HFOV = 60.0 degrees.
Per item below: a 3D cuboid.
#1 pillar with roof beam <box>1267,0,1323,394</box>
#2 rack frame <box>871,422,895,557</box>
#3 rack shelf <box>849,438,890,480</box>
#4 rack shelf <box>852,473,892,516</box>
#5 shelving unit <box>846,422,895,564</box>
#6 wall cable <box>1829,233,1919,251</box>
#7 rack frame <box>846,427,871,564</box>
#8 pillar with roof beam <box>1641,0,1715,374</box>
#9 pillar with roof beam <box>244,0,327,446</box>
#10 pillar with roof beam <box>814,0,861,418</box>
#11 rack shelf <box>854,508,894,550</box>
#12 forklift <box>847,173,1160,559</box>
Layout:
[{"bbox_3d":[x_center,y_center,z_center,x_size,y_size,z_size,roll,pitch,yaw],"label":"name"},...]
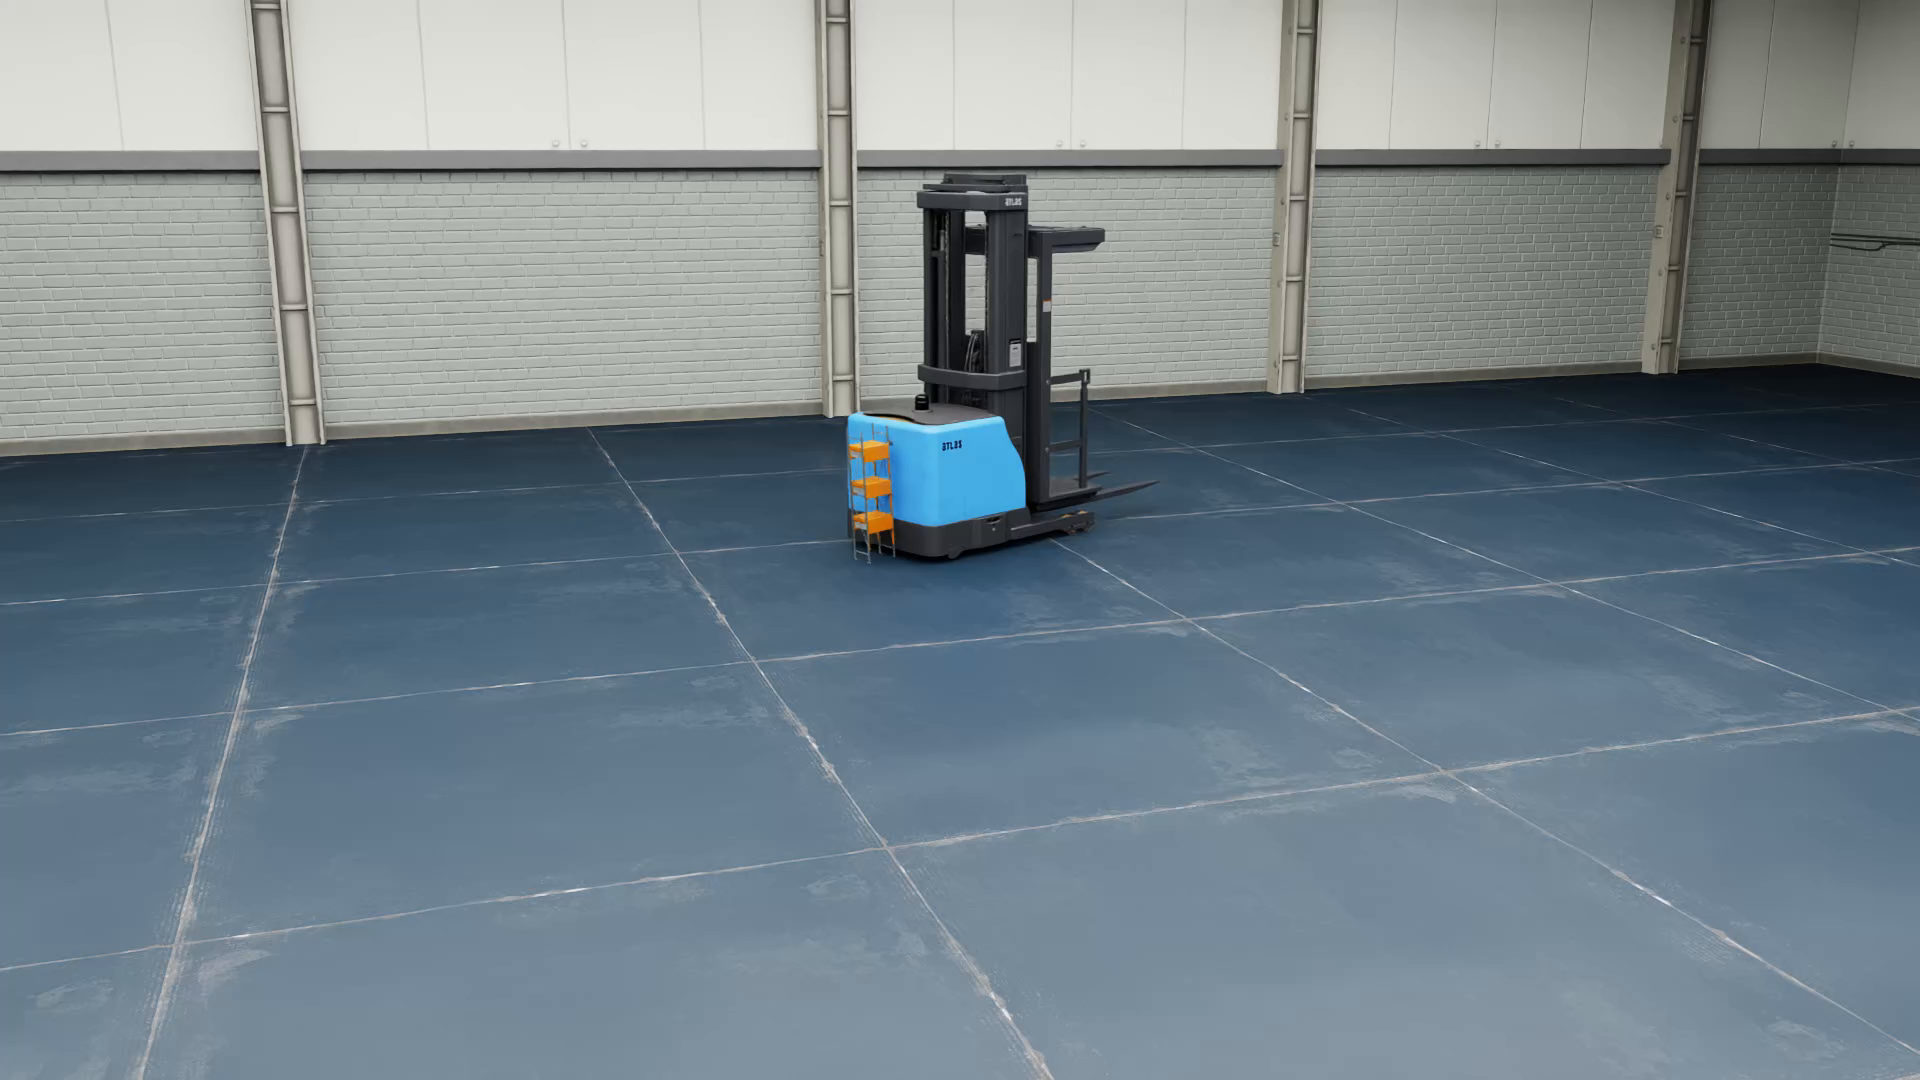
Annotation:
[{"bbox_3d":[5.637,-5.378,16.808,0.400,9.000,9.100,-4,14,-18],"label":"pillar with roof beam"},{"bbox_3d":[-0.596,-0.388,12.945,0.008,1.050,0.200,-15,20,-38],"label":"rack frame"},{"bbox_3d":[-0.701,-0.626,12.798,0.240,0.259,0.215,-15,20,-38],"label":"rack shelf"},{"bbox_3d":[-0.689,-0.353,12.874,0.240,0.259,0.215,-15,20,-38],"label":"rack shelf"},{"bbox_3d":[-0.689,-0.363,12.871,0.252,1.050,0.215,-15,20,-38],"label":"shelving unit"},{"bbox_3d":[13.165,-5.182,22.693,0.112,2.526,3.097,-4,14,-18],"label":"wall cable"},{"bbox_3d":[-0.783,-0.338,12.797,0.008,1.050,0.200,-15,20,-38],"label":"rack frame"},{"bbox_3d":[11.324,-5.821,18.669,0.400,9.000,9.100,-4,14,-18],"label":"pillar with roof beam"},{"bbox_3d":[-5.736,-4.493,13.084,0.400,9.000,9.100,-4,14,-18],"label":"pillar with roof beam"},{"bbox_3d":[-0.049,-4.936,14.946,0.400,9.000,9.100,-4,14,-18],"label":"pillar with roof beam"},{"bbox_3d":[-0.676,-0.085,12.948,0.240,0.259,0.215,-15,20,-38],"label":"rack shelf"},{"bbox_3d":[0.490,-1.549,13.822,3.031,2.935,1.130,-13,19,-43],"label":"forklift"}]
